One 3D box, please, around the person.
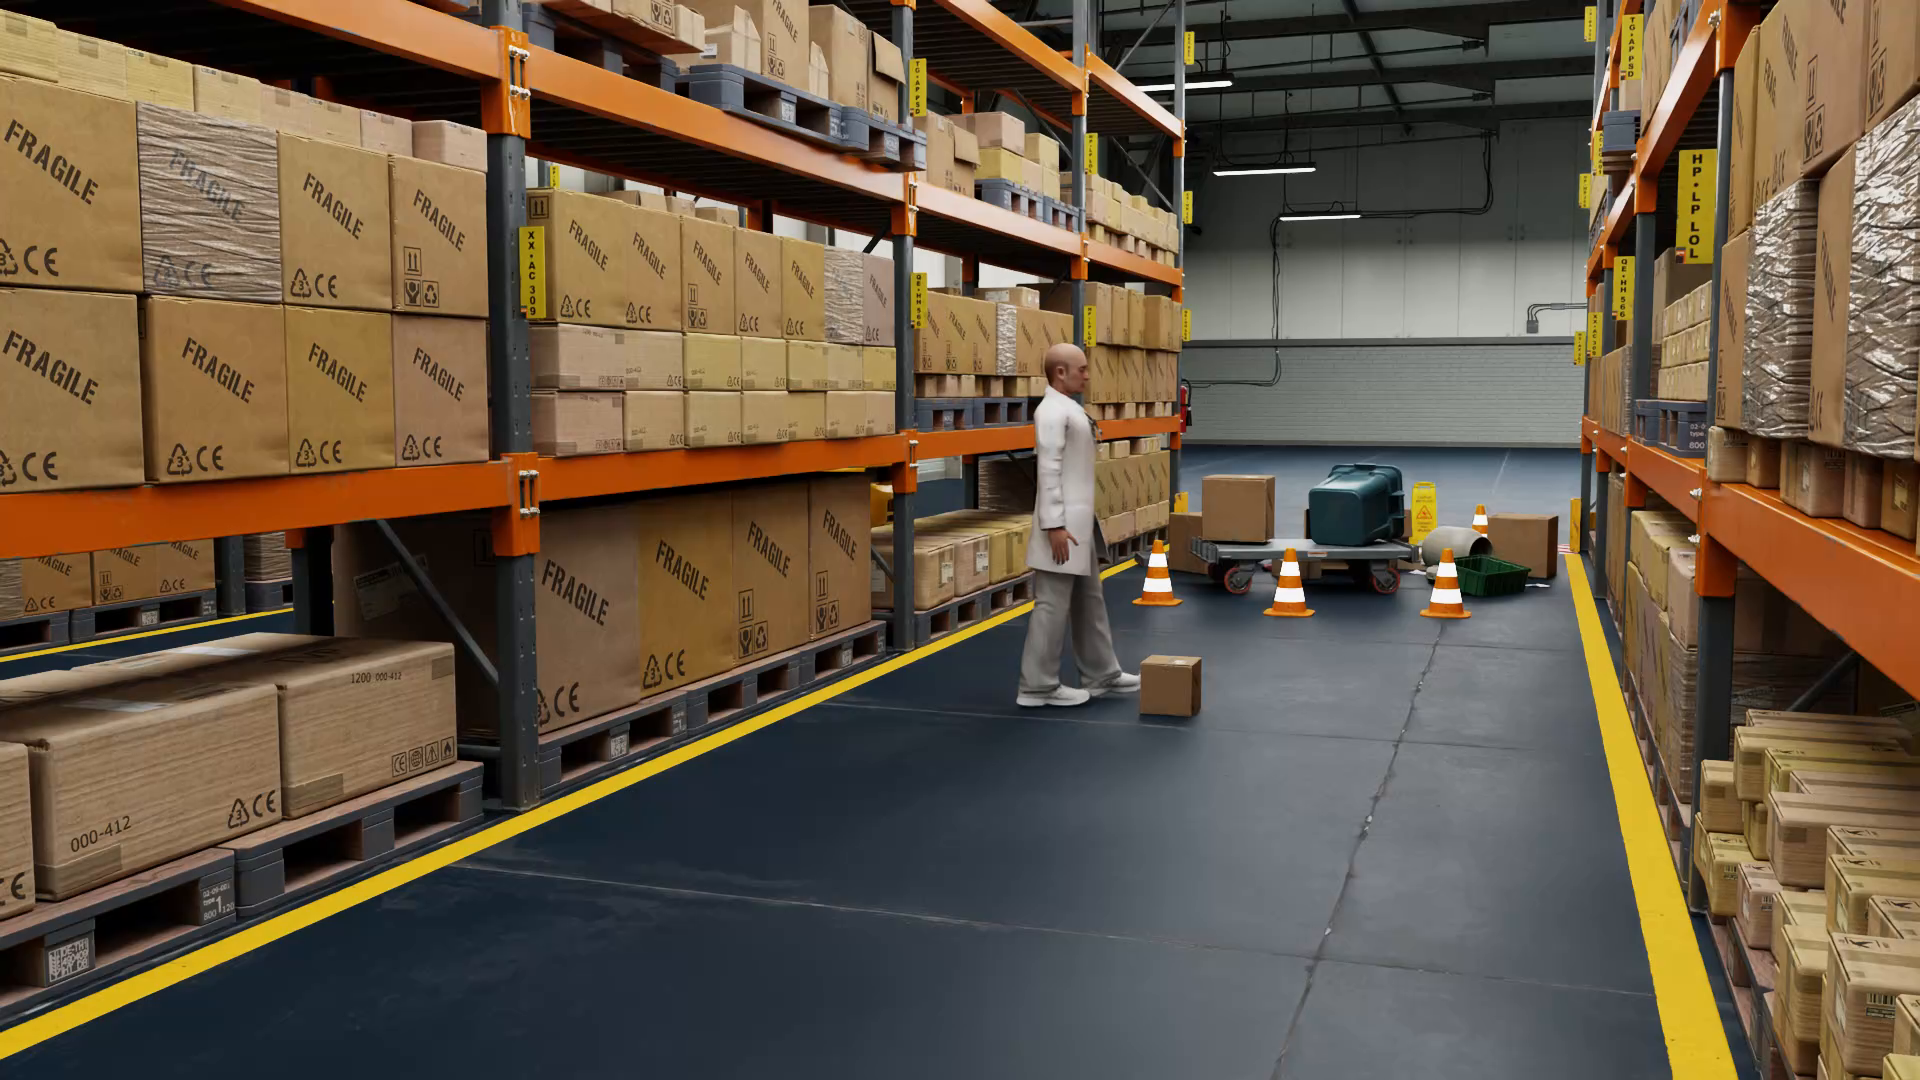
[{"bbox_3d":[0.627,-0.074,8.193,0.674,1.777,0.614,1,5,7],"label":"person"}]
